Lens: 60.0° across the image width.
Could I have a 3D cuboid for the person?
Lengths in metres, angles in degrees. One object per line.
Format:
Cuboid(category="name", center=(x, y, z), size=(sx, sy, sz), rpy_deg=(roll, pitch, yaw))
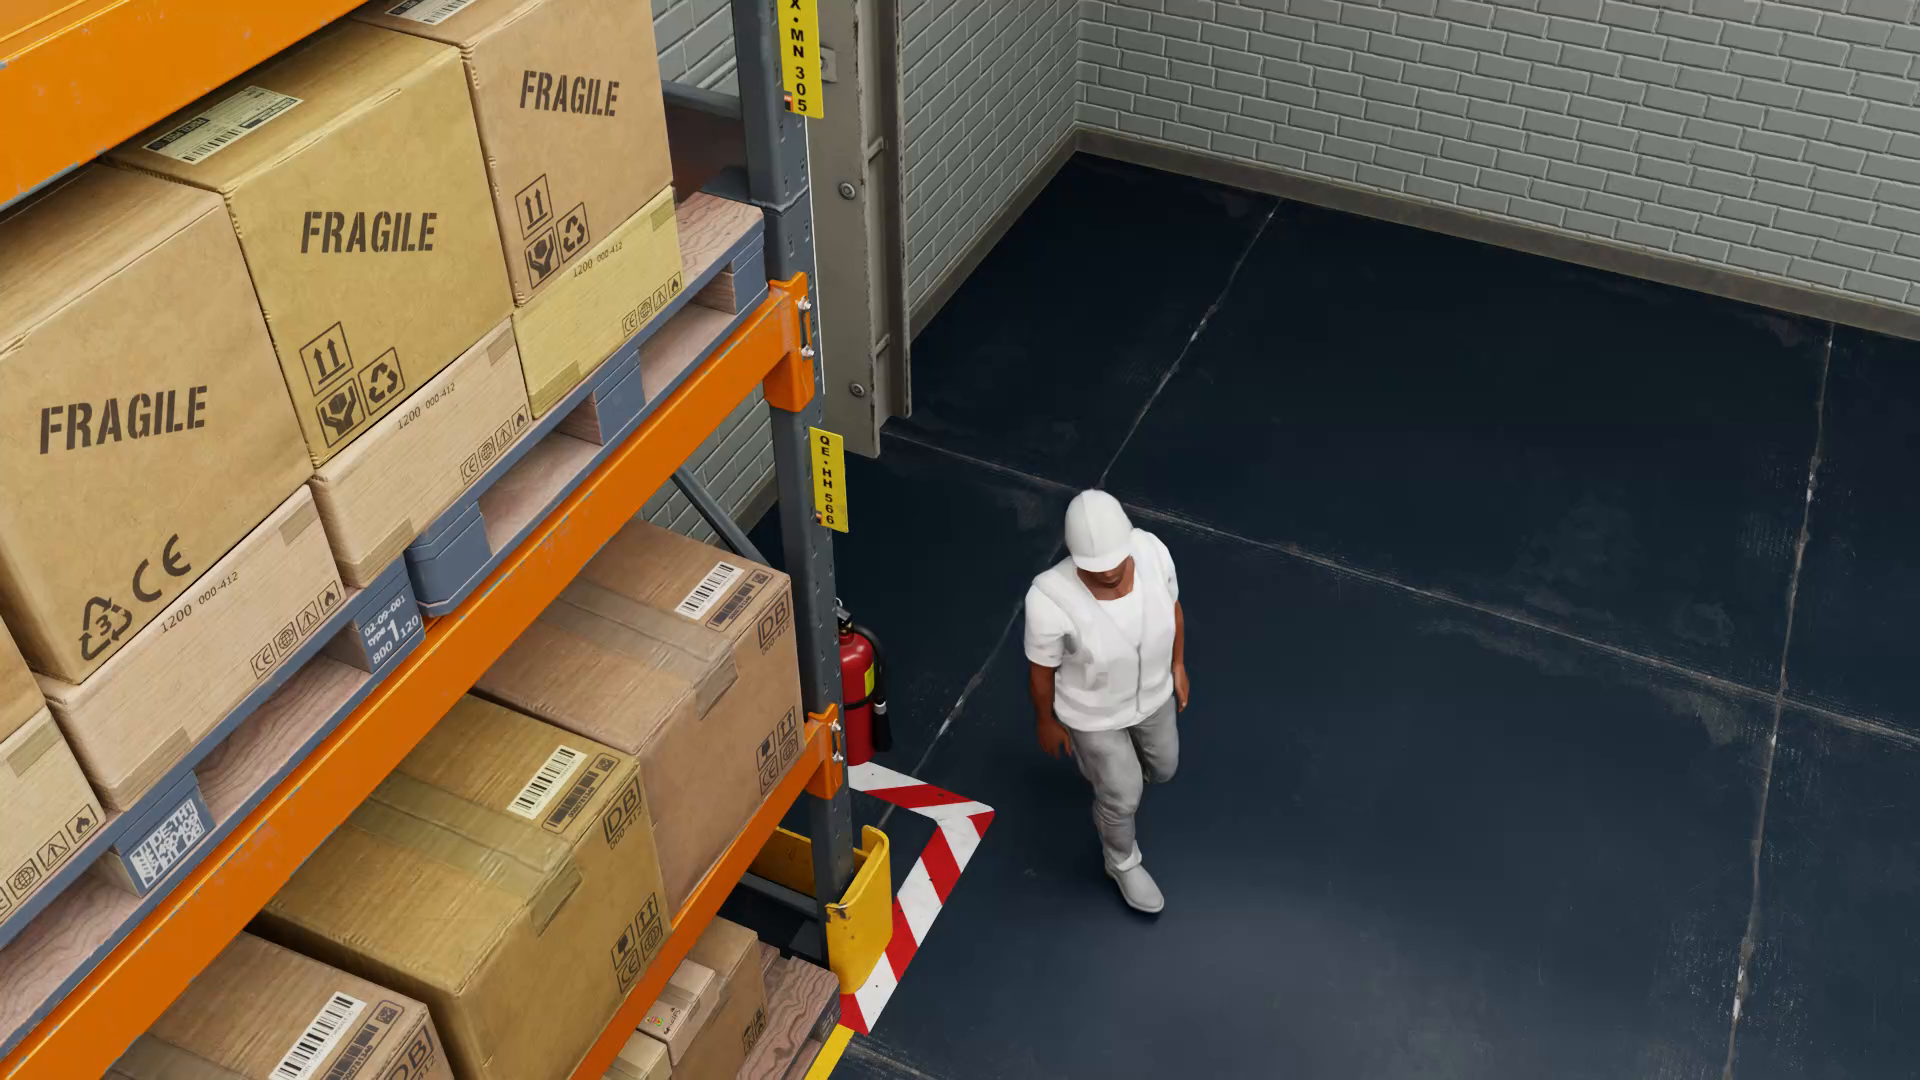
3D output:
Cuboid(category="person", center=(0.490, 0.502, 5.574), size=(0.586, 1.739, 0.737), rpy_deg=(-23, 46, -23))
